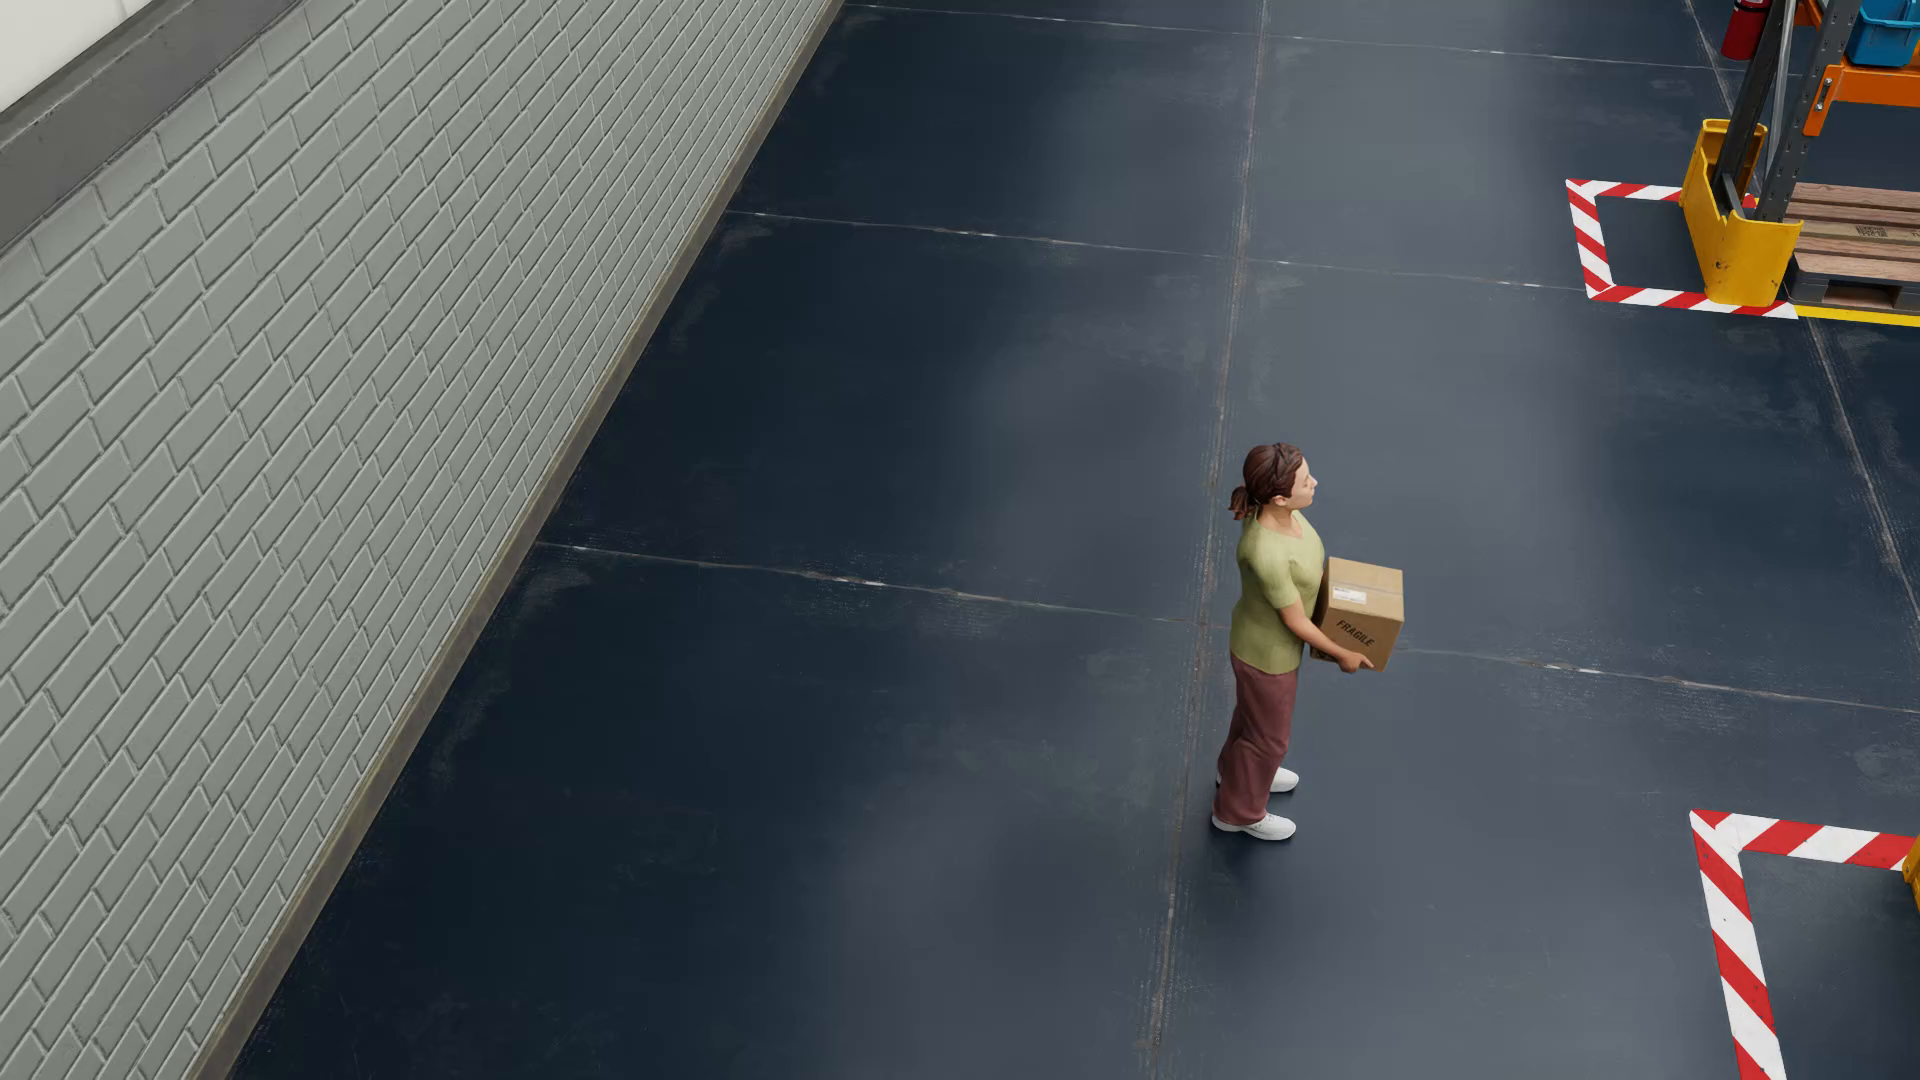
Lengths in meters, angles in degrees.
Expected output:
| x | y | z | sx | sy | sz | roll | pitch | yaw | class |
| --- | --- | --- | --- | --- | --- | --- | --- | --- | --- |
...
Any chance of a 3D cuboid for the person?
| x | y | z | sx | sy | sz | roll | pitch | yaw | class |
| --- | --- | --- | --- | --- | --- | --- | --- | --- | --- |
| 1.141 | 0.365 | 5.746 | 0.538 | 1.656 | 0.431 | 7 | 41 | 8 | person |
